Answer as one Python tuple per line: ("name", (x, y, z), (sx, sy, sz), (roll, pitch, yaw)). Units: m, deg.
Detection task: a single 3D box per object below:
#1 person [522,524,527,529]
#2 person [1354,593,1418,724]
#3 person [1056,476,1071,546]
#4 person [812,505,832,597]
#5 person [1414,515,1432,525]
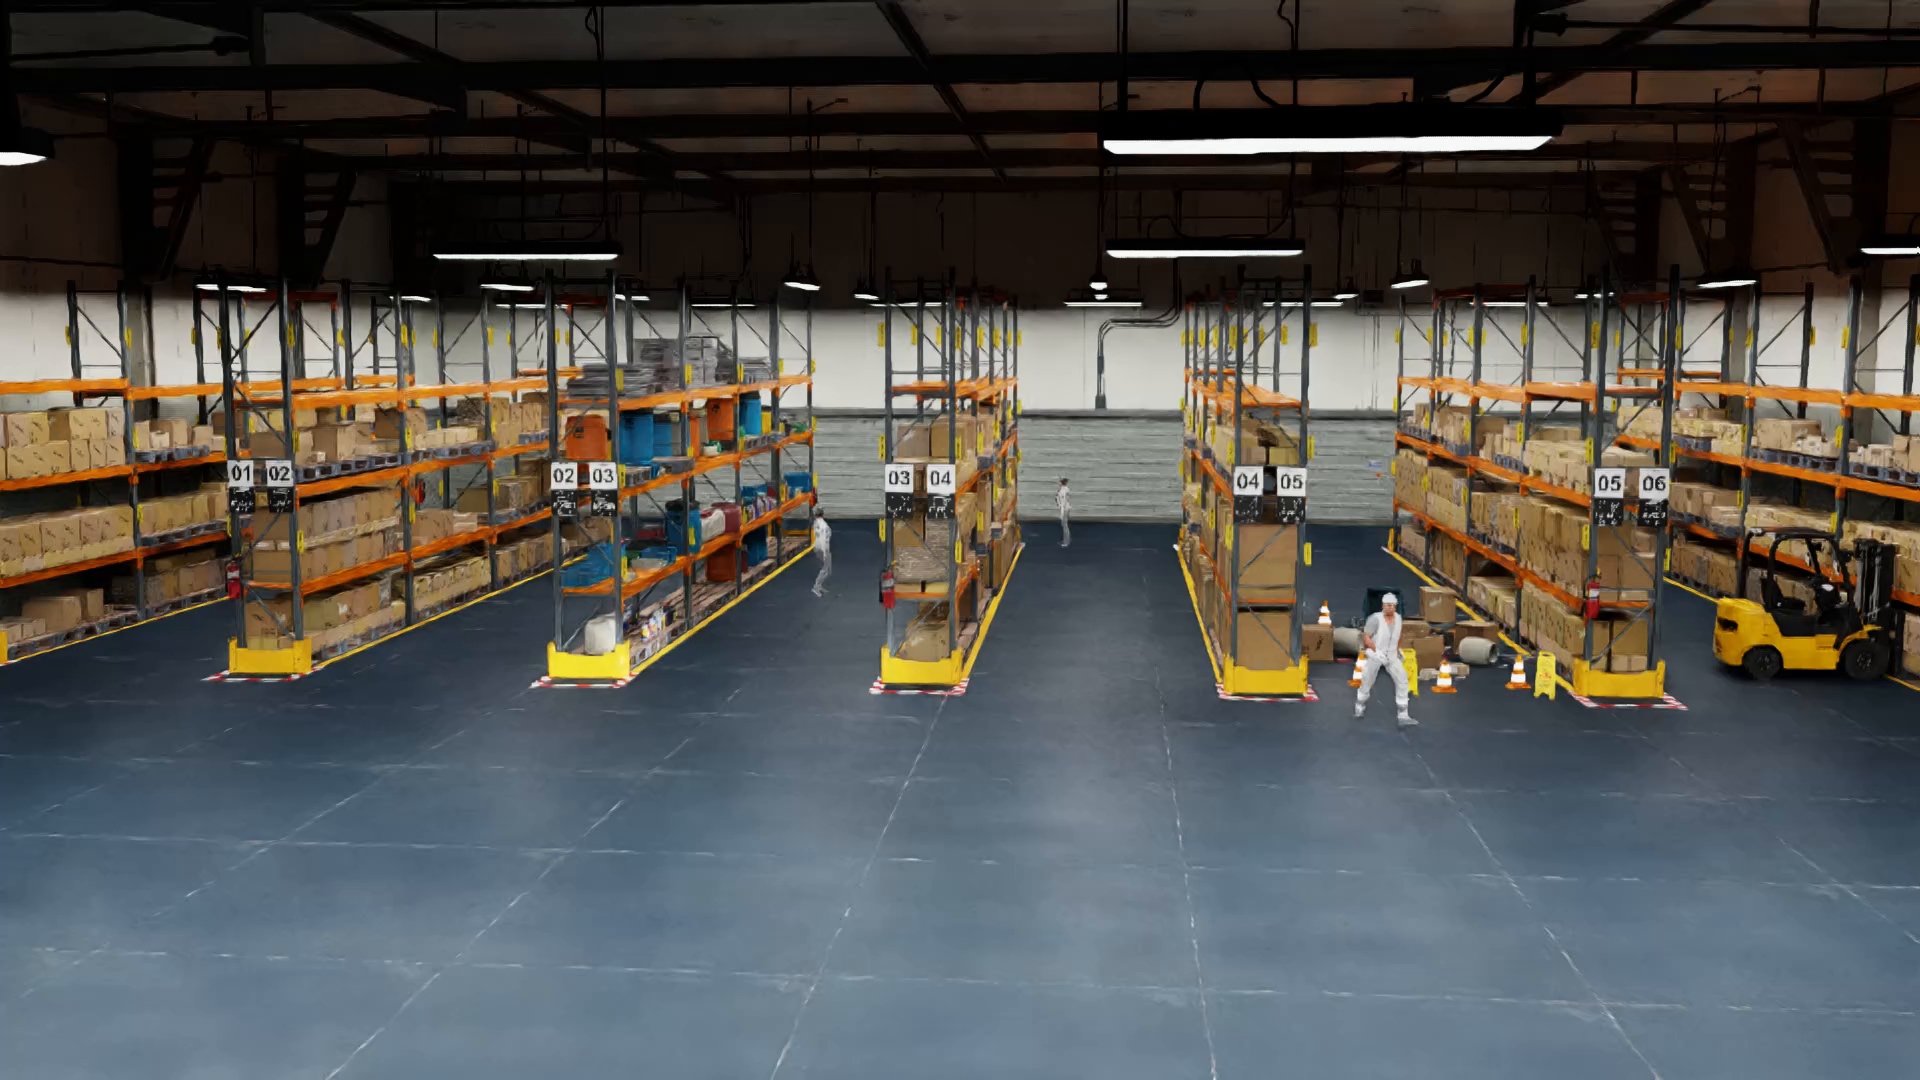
("person", (-11.121, -0.851, 41.771), (0.625, 1.596, 0.510), (0, 7, 3))
("person", (5.513, 1.519, 21.639), (0.676, 1.719, 0.842), (-1, 7, -11))
("person", (2.496, -0.703, 40.097), (0.363, 1.668, 0.582), (1, 7, 12))
("person", (-2.575, 0.188, 30.657), (0.398, 1.665, 0.518), (-3, 8, -23))
("person", (11.387, -0.785, 40.901), (0.691, 1.664, 0.482), (-3, 7, -22))
